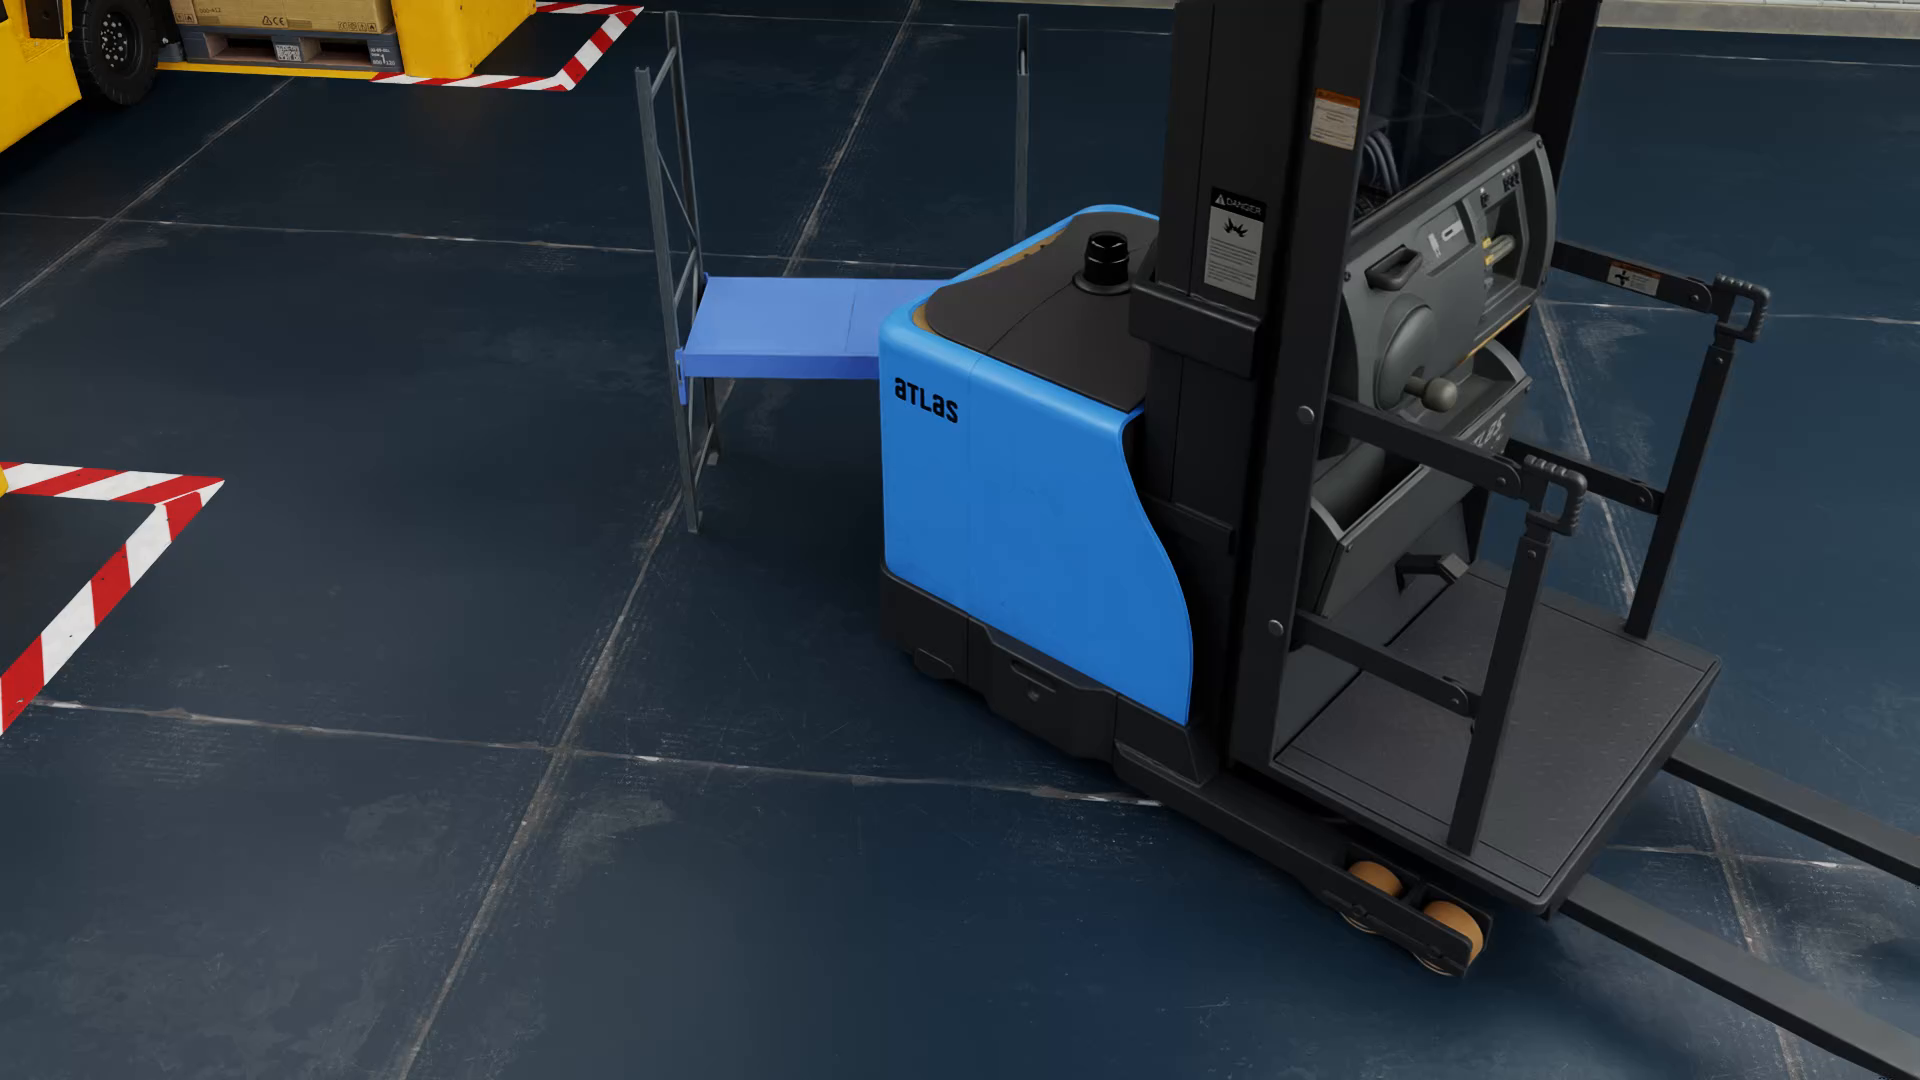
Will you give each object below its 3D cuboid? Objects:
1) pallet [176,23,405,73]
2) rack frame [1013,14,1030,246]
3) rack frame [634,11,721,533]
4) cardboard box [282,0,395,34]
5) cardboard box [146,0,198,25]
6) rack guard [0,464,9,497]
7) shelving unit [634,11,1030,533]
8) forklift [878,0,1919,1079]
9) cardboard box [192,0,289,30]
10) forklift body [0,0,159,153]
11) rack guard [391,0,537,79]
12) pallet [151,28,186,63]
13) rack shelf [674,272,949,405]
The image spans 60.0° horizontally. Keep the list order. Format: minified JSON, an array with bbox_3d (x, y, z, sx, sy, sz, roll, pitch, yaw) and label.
[{"bbox_3d":[-3.437,-2.844,9.053,1.213,0.211,1.003,4,36,6],"label":"pallet"},{"bbox_3d":[0.175,-0.759,5.022,0.032,1.500,0.500,1,36,1],"label":"rack frame"},{"bbox_3d":[-0.841,-0.777,5.048,0.032,1.500,0.500,1,36,1],"label":"rack frame"},{"bbox_3d":[-3.179,-2.851,8.668,0.500,0.250,0.500,5,36,6],"label":"cardboard box"},{"bbox_3d":[-4.167,-2.935,8.786,0.500,0.250,0.500,5,36,6],"label":"cardboard box"},{"bbox_3d":[-3.377,-0.074,4.924,0.348,0.500,1.175,4,36,6],"label":"rack guard"},{"bbox_3d":[-0.333,-0.768,5.035,1.048,1.500,0.538,1,36,1],"label":"shelving unit"},{"bbox_3d":[1.226,-0.539,3.482,3.031,2.935,1.130,26,43,32],"label":"forklift"},{"bbox_3d":[-3.671,-2.893,8.727,0.500,0.250,0.500,4,36,6],"label":"cardboard box"},{"bbox_3d":[-4.786,-2.690,7.168,1.214,2.155,2.313,4,36,6],"label":"forklift body"},{"bbox_3d":[-2.649,-2.927,8.921,0.348,0.500,1.175,4,36,6],"label":"rack guard"},{"bbox_3d":[-4.644,-2.936,9.182,1.213,0.211,1.003,4,36,6],"label":"pallet"},{"bbox_3d":[-0.333,-0.622,5.140,1.000,0.185,0.538,1,36,1],"label":"rack shelf"}]
